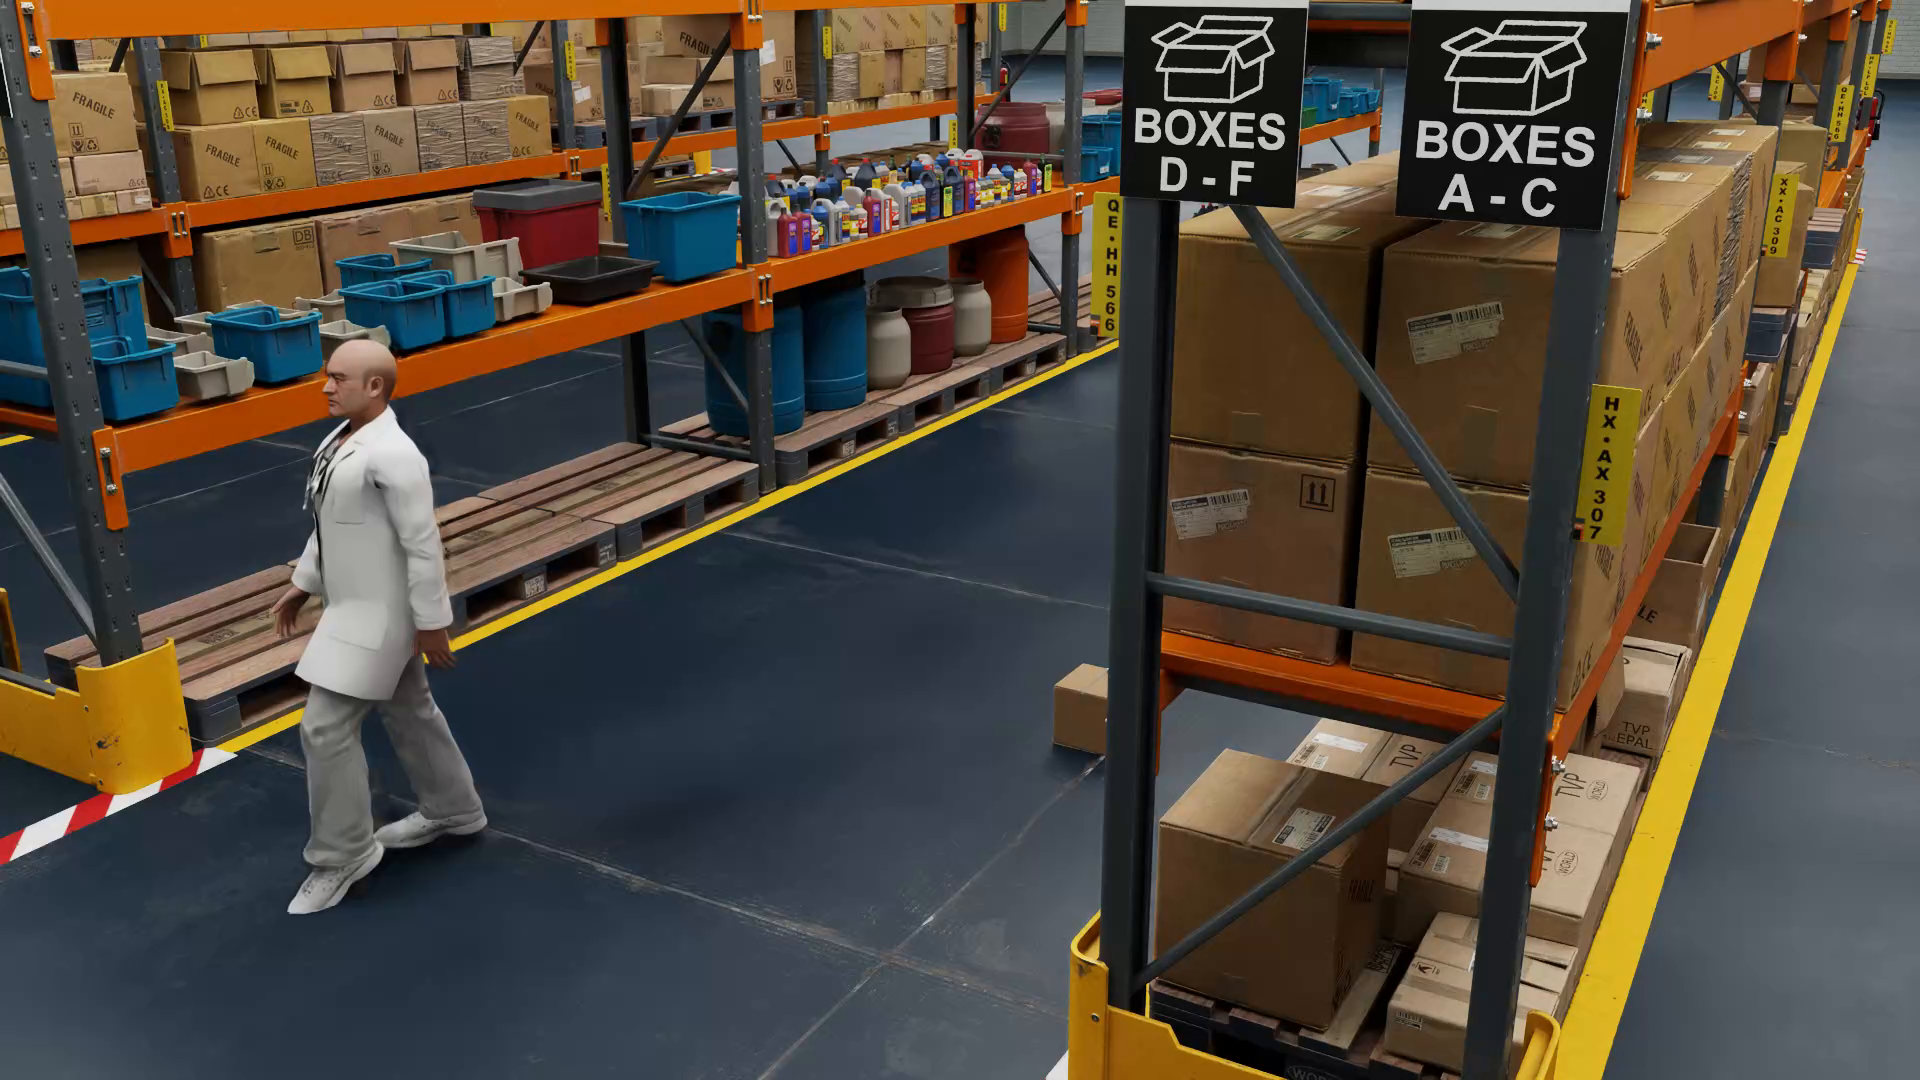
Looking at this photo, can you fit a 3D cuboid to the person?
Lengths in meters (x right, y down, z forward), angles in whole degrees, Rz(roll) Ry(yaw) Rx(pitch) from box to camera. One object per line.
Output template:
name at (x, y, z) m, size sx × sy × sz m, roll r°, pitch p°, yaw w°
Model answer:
person at (-1.947, 0.274, 5.355) m, size 0.709 × 1.842 × 0.573 m, roll -10°, pitch 22°, yaw -27°
